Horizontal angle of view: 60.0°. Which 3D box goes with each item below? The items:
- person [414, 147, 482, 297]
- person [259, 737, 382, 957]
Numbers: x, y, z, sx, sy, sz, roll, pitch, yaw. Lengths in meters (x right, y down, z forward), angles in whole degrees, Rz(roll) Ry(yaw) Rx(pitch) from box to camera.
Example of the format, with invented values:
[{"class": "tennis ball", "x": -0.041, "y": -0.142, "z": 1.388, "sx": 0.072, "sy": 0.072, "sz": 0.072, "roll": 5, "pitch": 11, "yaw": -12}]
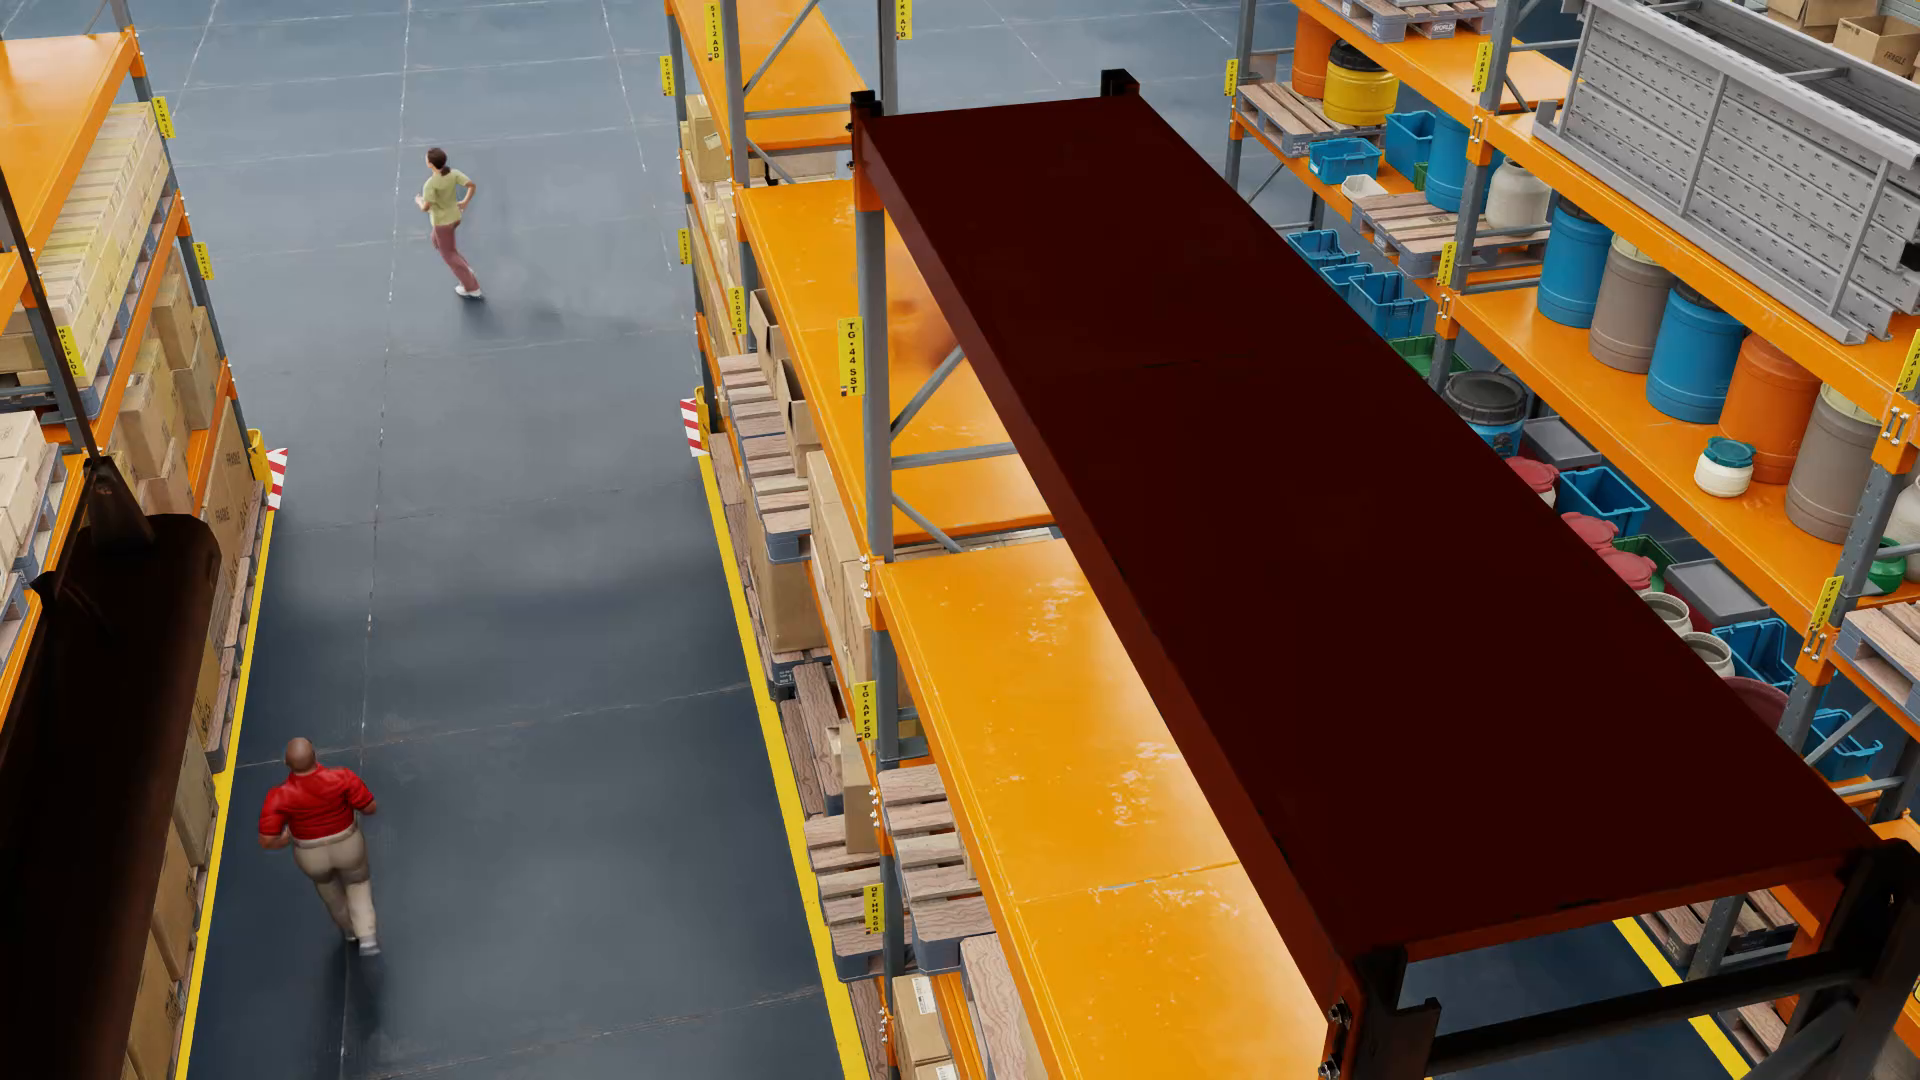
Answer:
[{"class": "person", "x": -5.424, "y": -3.356, "z": 17.509, "sx": 0.628, "sy": 1.639, "sz": 0.560, "roll": 12, "pitch": 36, "yaw": 17}, {"class": "person", "x": -3.756, "y": 1.867, "z": 9.900, "sx": 0.662, "sy": 1.707, "sz": 0.775, "roll": -13, "pitch": 37, "yaw": -19}]
